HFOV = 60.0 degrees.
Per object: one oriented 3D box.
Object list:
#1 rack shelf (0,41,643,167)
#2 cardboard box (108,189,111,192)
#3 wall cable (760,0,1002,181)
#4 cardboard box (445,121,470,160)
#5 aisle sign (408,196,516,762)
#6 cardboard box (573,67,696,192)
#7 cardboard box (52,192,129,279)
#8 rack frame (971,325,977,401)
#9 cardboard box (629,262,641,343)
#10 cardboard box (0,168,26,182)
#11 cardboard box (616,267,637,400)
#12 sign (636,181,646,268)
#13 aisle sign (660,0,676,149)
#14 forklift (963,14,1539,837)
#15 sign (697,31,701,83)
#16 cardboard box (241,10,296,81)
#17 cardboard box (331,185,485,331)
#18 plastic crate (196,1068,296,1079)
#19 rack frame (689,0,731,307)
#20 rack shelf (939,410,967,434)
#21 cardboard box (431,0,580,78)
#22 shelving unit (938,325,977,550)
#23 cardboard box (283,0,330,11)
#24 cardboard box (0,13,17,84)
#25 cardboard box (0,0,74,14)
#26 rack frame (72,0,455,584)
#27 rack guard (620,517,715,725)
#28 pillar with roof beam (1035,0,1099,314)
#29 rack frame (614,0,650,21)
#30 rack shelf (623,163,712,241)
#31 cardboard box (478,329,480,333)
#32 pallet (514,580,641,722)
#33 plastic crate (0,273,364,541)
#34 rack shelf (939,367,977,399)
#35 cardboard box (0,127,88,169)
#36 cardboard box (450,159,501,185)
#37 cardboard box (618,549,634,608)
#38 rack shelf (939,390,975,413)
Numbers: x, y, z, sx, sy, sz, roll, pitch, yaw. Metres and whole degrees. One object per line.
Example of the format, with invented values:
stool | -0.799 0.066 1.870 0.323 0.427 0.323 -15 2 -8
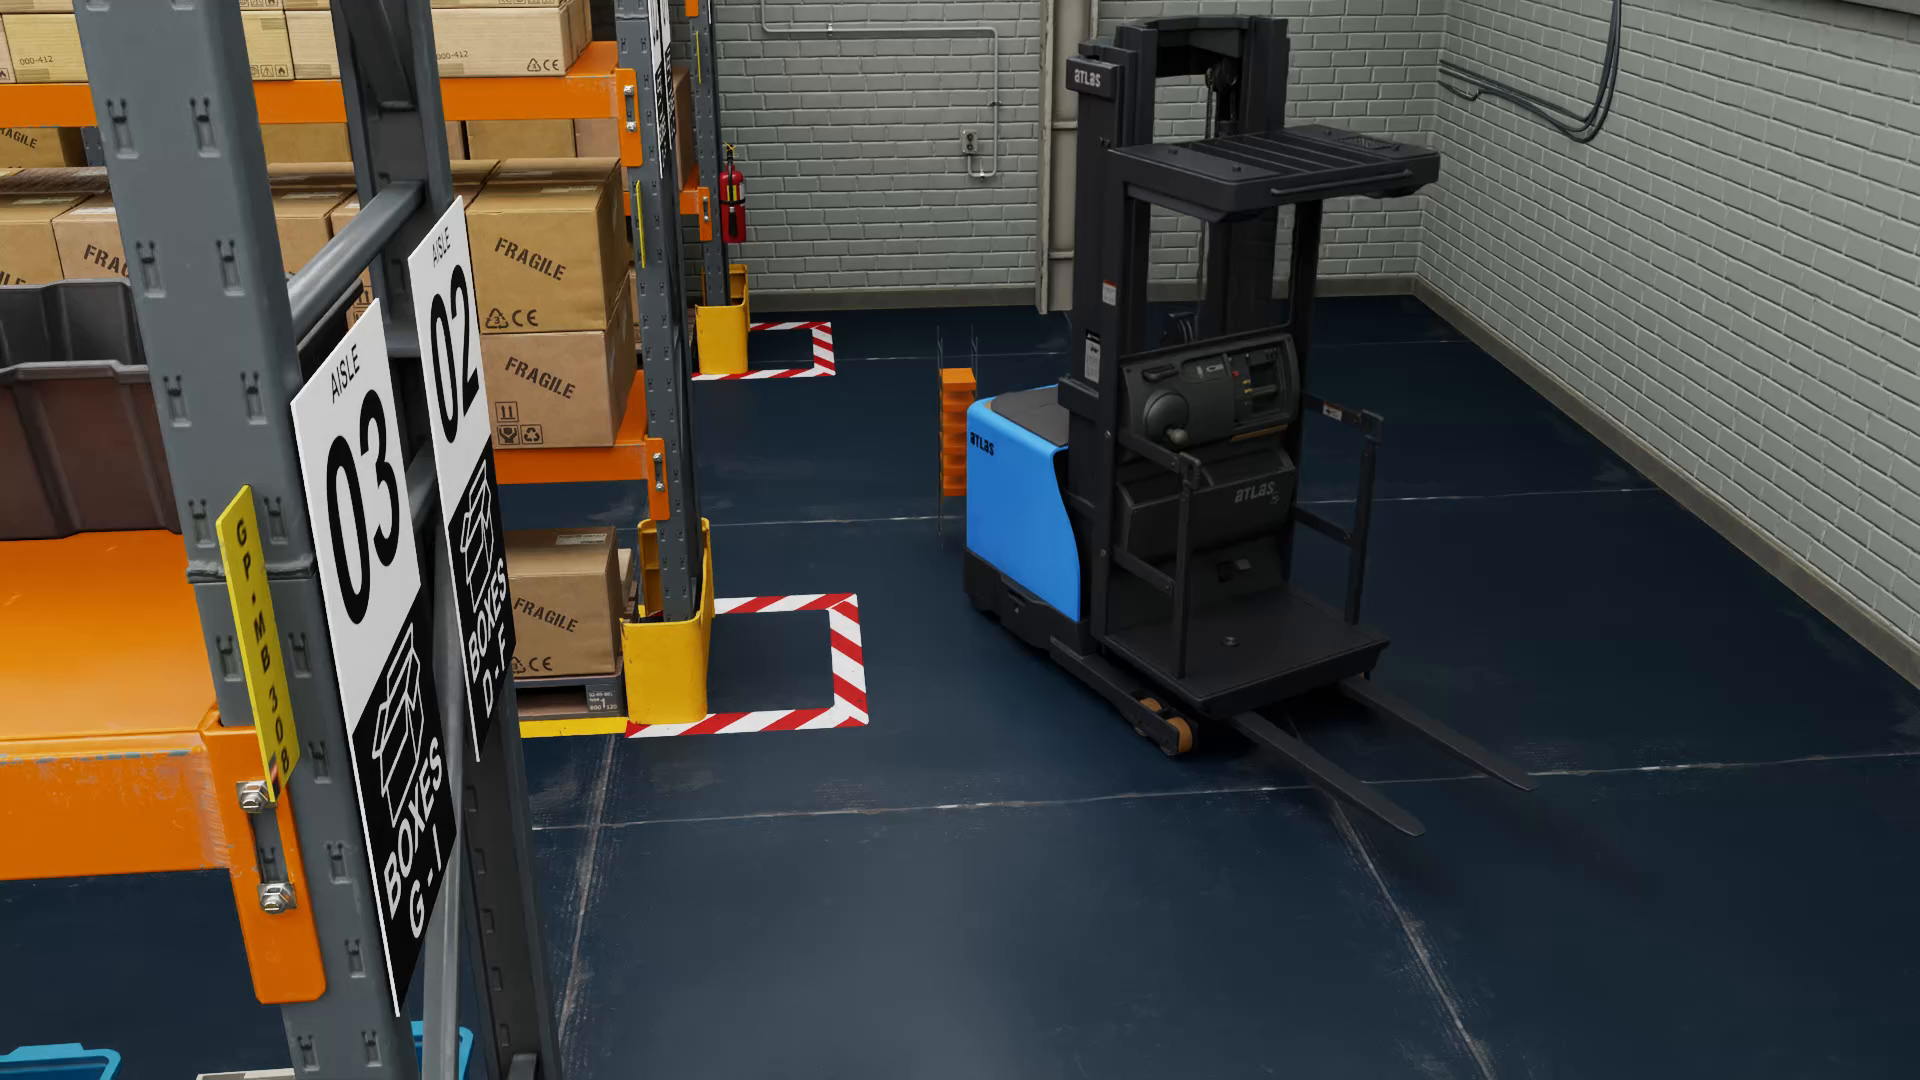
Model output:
rack shelf | -3.277 -1.752 6.691 4.000 0.370 1.077 -2 24 -5
cardboard box | -3.277 -1.319 7.170 0.500 0.500 0.500 -3 24 -6
wall cable | -0.596 -3.690 12.607 1.851 1.984 0.084 -2 24 -5
cardboard box | -3.766 -2.844 11.587 0.700 0.700 0.980 -3 24 -8
aisle sign | -0.761 -0.098 2.578 0.004 0.787 0.394 -2 24 -5
cardboard box | -2.283 -2.905 11.723 0.700 0.700 0.980 -1 24 -3
cardboard box | -3.231 -1.100 6.678 0.500 0.500 0.500 -2 24 -4
rack frame | 0.077 -0.551 9.013 0.006 1.200 0.240 -2 24 -5
cardboard box | -2.464 -1.773 12.107 0.500 0.500 0.700 -2 24 -5
cardboard box | -4.280 -1.279 7.081 0.500 0.500 0.500 -3 24 -6
cardboard box | -1.754 -0.924 7.514 0.500 0.500 0.500 -2 24 -4
sign | -1.252 -1.238 6.528 0.005 0.325 0.100 -2 24 -5
aisle sign | -1.247 -2.099 7.079 0.004 0.787 0.394 -2 24 -5
forklift | 1.208 -0.625 7.047 1.130 2.935 3.031 -14 27 -28
sign | -1.737 -3.209 11.060 0.005 0.325 0.100 -2 24 -5
cardboard box | -2.767 -1.924 6.378 0.500 0.250 0.500 -2 24 -5
cardboard box | -2.205 -1.143 6.774 0.500 0.500 0.500 -2 24 -4
plastic crate | -1.409 1.162 3.194 0.298 0.136 0.250 -2 24 -5
rack frame | -1.777 -2.792 11.838 0.127 3.000 1.000 -2 24 -5
rack shelf | -0.014 -0.617 8.974 0.180 0.103 0.258 -2 24 -5
cardboard box | -1.772 -1.965 6.469 0.500 0.250 0.500 -2 24 -5
shelving unit | -0.014 -0.548 9.005 0.189 1.200 0.258 -2 24 -5
cardboard box | -2.270 -2.177 6.330 0.500 0.250 0.500 -2 24 -5
cardboard box | -3.763 -1.889 6.299 0.500 0.250 0.500 -2 24 -5
cardboard box | -3.265 -2.136 6.238 0.500 0.250 0.500 -2 24 -5
rack frame | -0.803 -1.529 1.611 0.127 3.000 1.000 -2 24 -5
rack guard | -1.362 0.355 7.835 0.348 0.500 1.175 -2 24 -5
pillar with roof beam | 1.248 -4.251 7.734 0.400 9.000 9.100 -2 24 -5
rack frame | -1.286 -3.531 6.116 0.127 3.000 1.000 -2 24 -5
rack shelf | -3.767 -2.383 11.805 4.000 0.370 1.077 -2 24 -5
cardboard box | -2.221 -0.686 6.976 0.500 0.500 0.500 -2 24 -5
pallet | -2.155 0.520 7.821 1.213 0.211 1.003 -2 24 -5
plastic crate | -1.214 -0.196 2.465 0.590 0.269 0.497 -2 24 -5
rack shelf | -0.014 -0.836 8.877 0.180 0.103 0.258 -2 24 -5
cardboard box | -6.192 -2.703 11.124 0.500 0.500 0.500 -3 24 -6
cardboard box | -2.273 -1.357 7.257 0.500 0.500 0.500 -2 24 -5
cardboard box | -1.737 0.190 8.099 0.250 0.149 0.380 -2 24 -5
rack shelf | -0.014 -0.726 8.926 0.180 0.103 0.258 -2 24 -5
